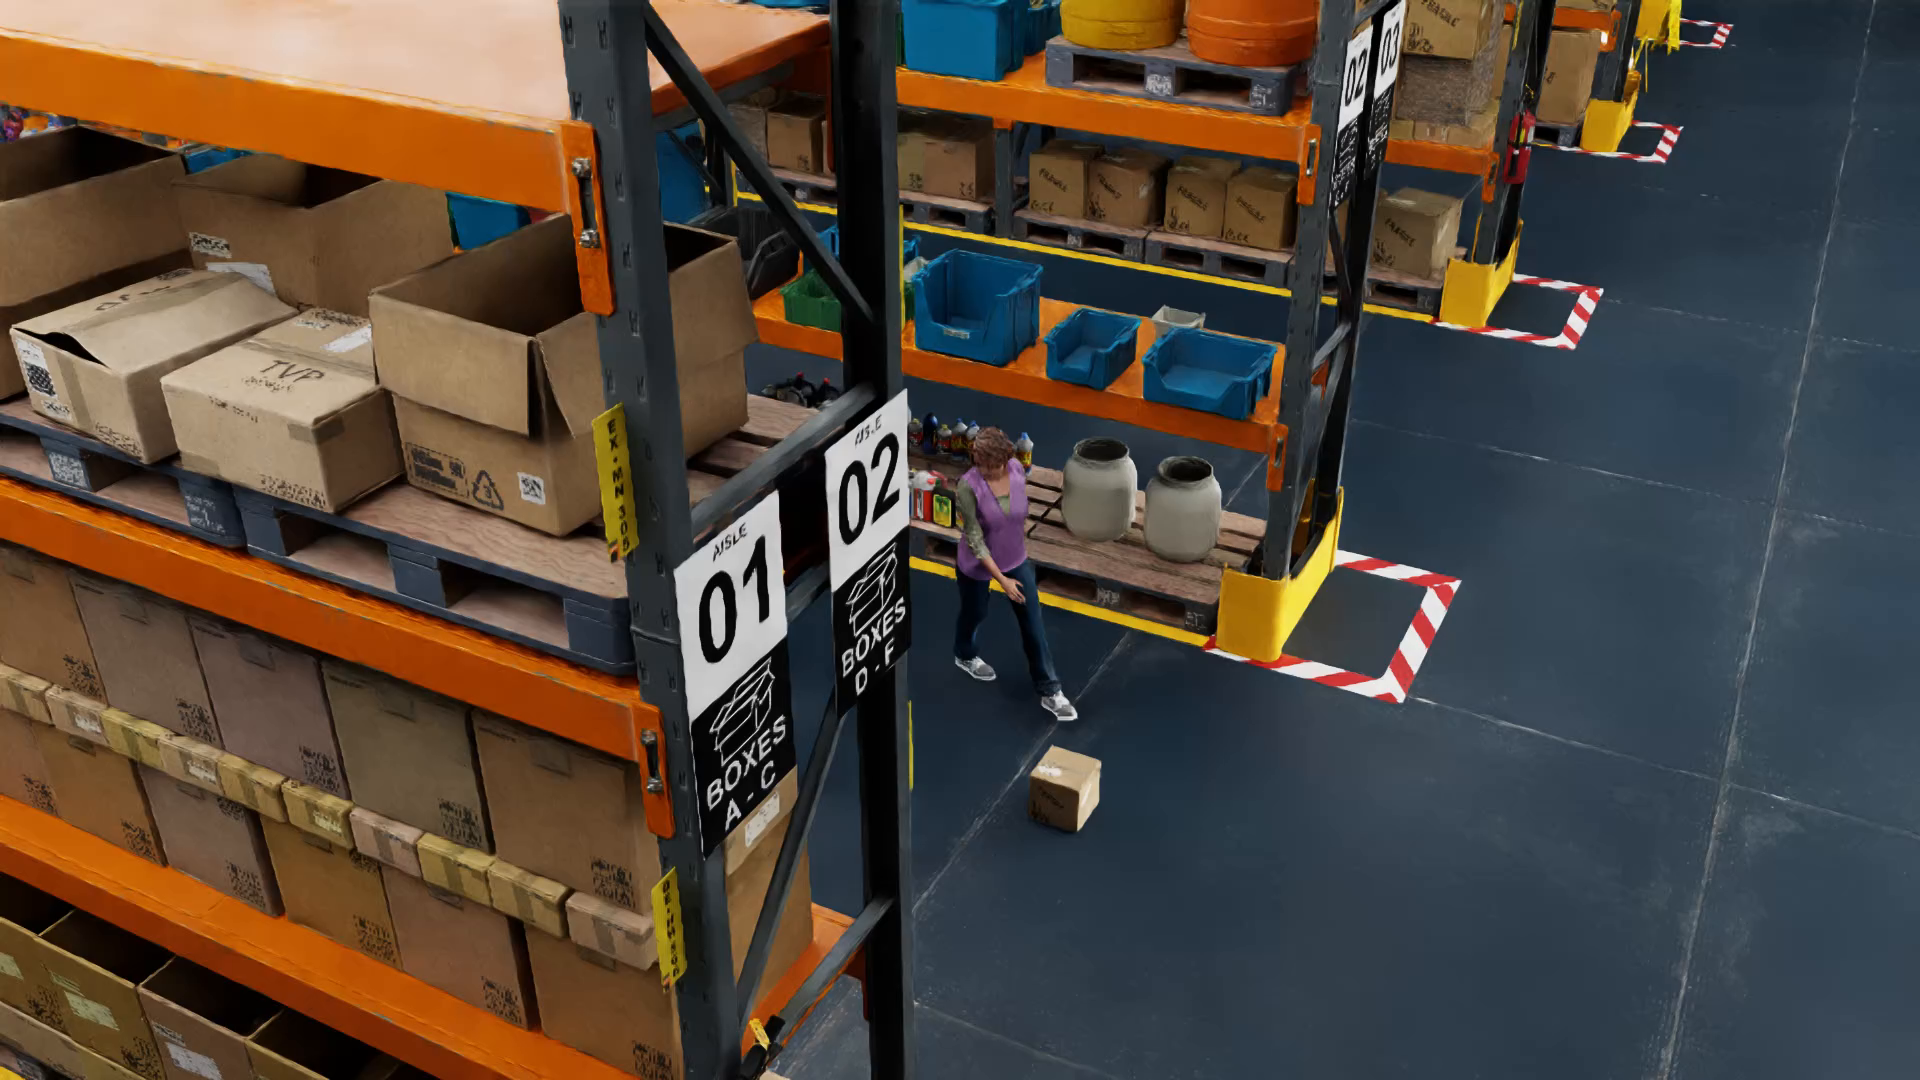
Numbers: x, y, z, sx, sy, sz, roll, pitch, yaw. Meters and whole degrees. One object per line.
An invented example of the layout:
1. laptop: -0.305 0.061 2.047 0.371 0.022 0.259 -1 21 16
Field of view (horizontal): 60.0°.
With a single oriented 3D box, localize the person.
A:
1. person: 0.215 0.134 8.065 0.458 1.548 0.832 -14 33 -23
